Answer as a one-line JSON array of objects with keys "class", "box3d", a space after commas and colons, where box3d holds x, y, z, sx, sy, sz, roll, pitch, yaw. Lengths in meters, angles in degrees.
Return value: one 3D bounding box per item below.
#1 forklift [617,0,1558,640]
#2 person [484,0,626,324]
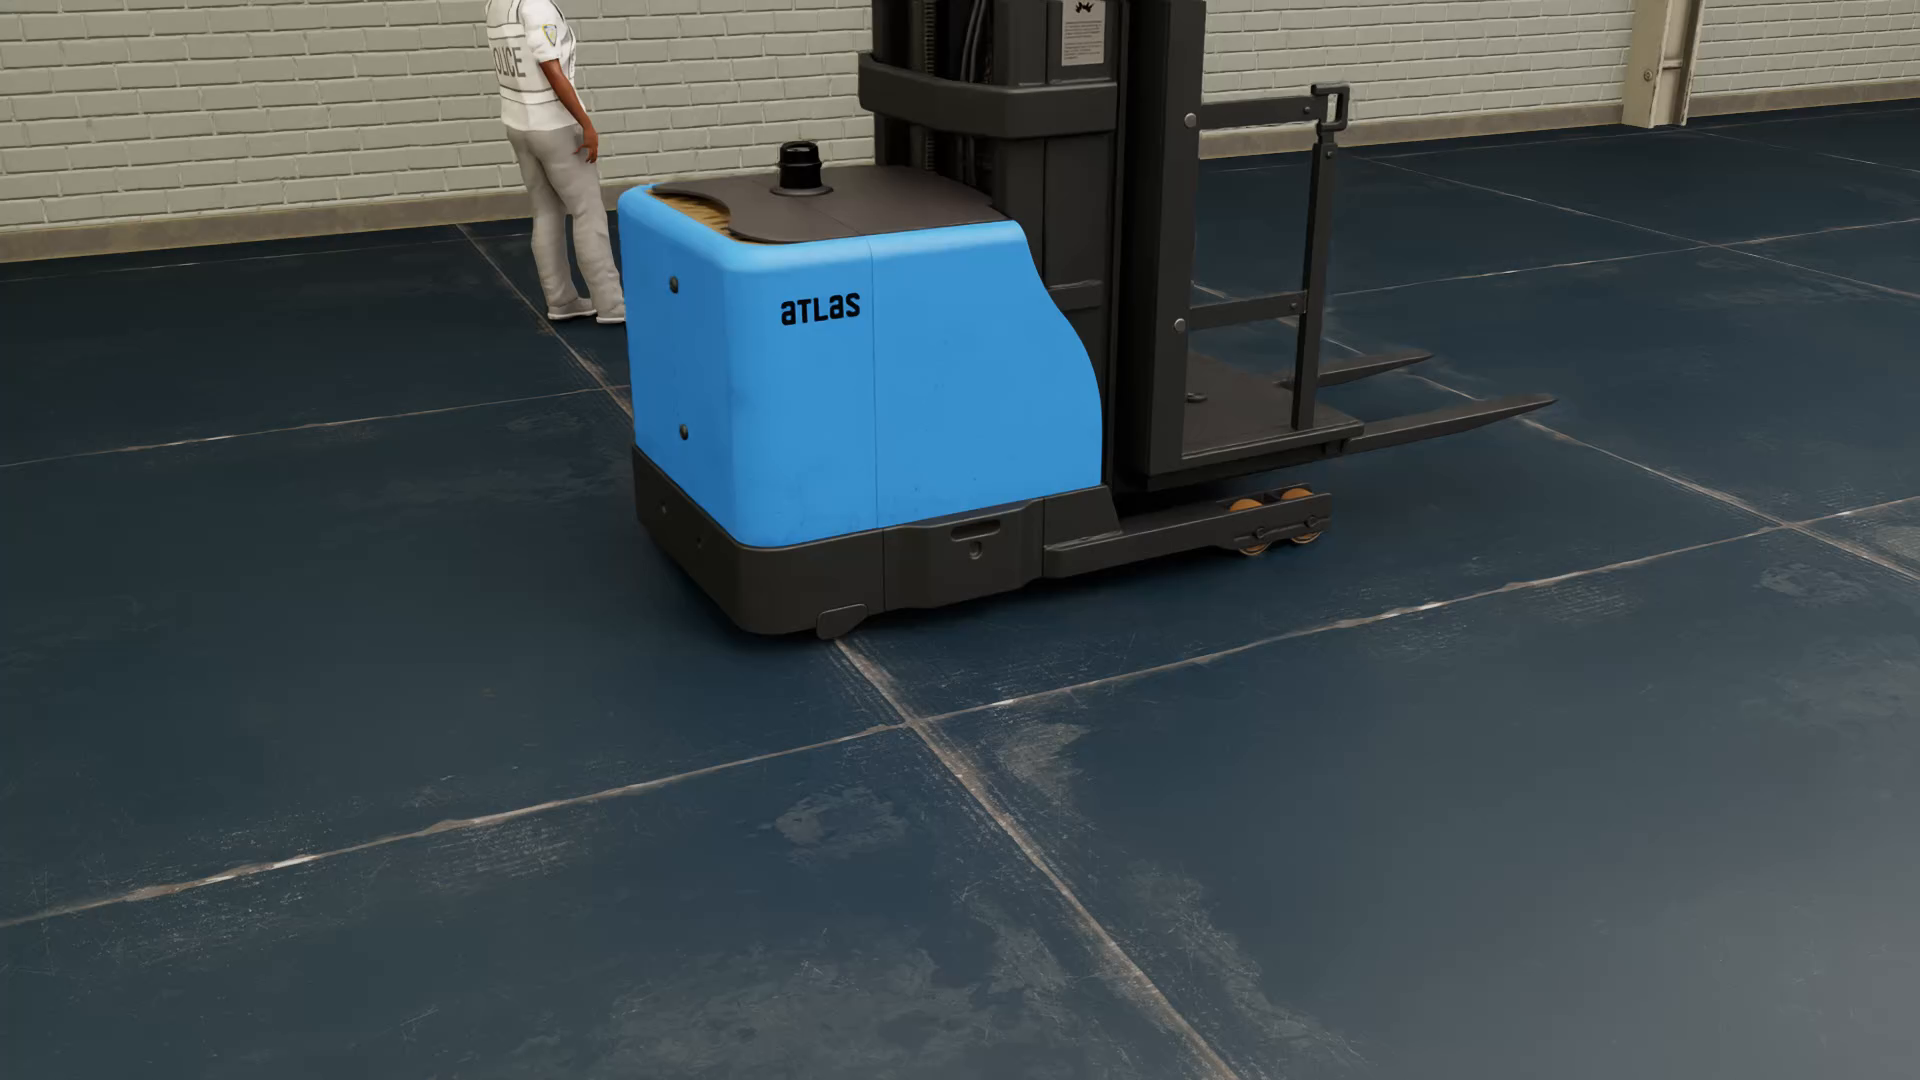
[{"class": "forklift", "box3d": [0.556, -1.474, 4.835, 3.031, 2.935, 1.130, -11, 25, -26]}, {"class": "person", "box3d": [-1.714, -1.788, 7.183, 0.531, 1.695, 0.567, -21, 30, -40]}]
